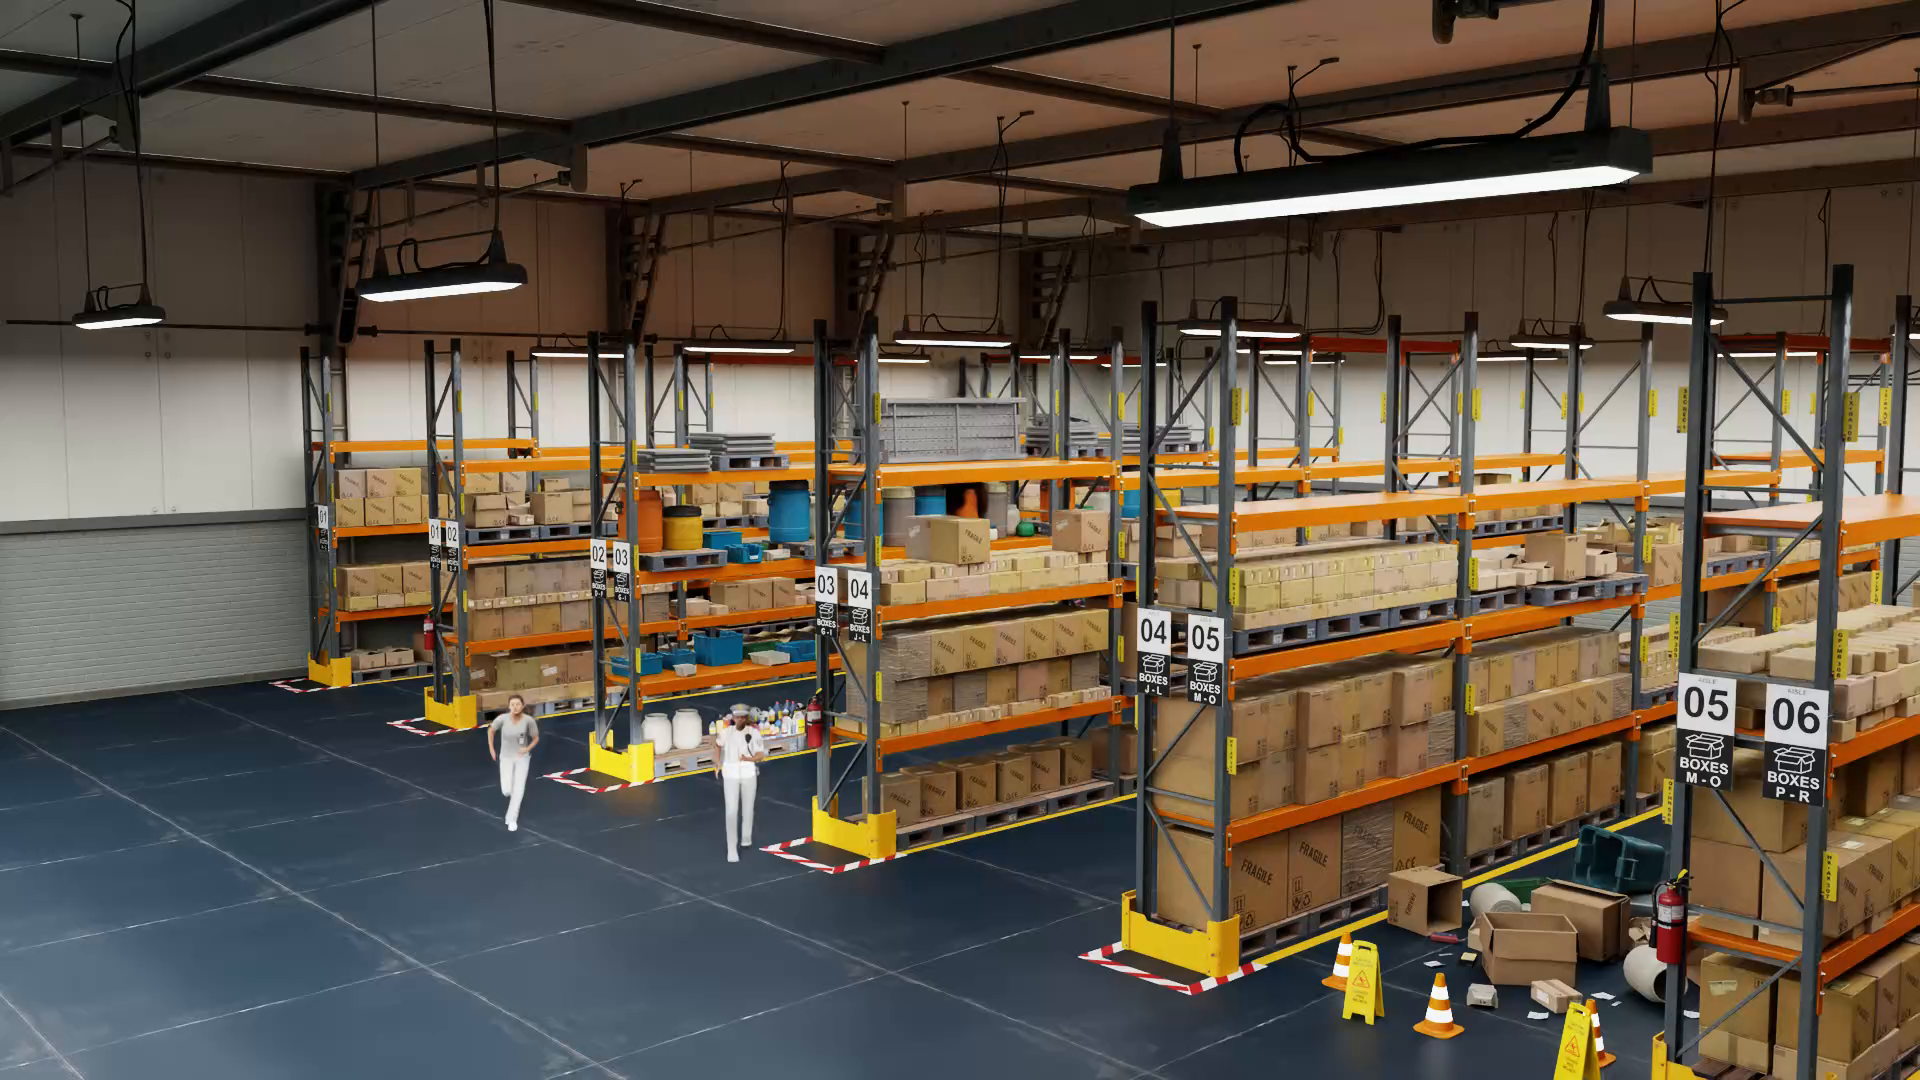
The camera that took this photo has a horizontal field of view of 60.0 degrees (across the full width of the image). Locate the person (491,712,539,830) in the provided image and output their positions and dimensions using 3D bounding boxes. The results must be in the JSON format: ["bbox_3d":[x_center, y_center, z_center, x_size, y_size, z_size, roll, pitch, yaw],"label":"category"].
[{"bbox_3d":[-5.310,2.739,19.902,0.552,1.398,0.560,-1,5,-10],"label":"person"}]

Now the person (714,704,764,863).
[{"bbox_3d":[-2.465,2.688,18.607,0.550,1.755,0.758,-1,5,-9],"label":"person"}]
